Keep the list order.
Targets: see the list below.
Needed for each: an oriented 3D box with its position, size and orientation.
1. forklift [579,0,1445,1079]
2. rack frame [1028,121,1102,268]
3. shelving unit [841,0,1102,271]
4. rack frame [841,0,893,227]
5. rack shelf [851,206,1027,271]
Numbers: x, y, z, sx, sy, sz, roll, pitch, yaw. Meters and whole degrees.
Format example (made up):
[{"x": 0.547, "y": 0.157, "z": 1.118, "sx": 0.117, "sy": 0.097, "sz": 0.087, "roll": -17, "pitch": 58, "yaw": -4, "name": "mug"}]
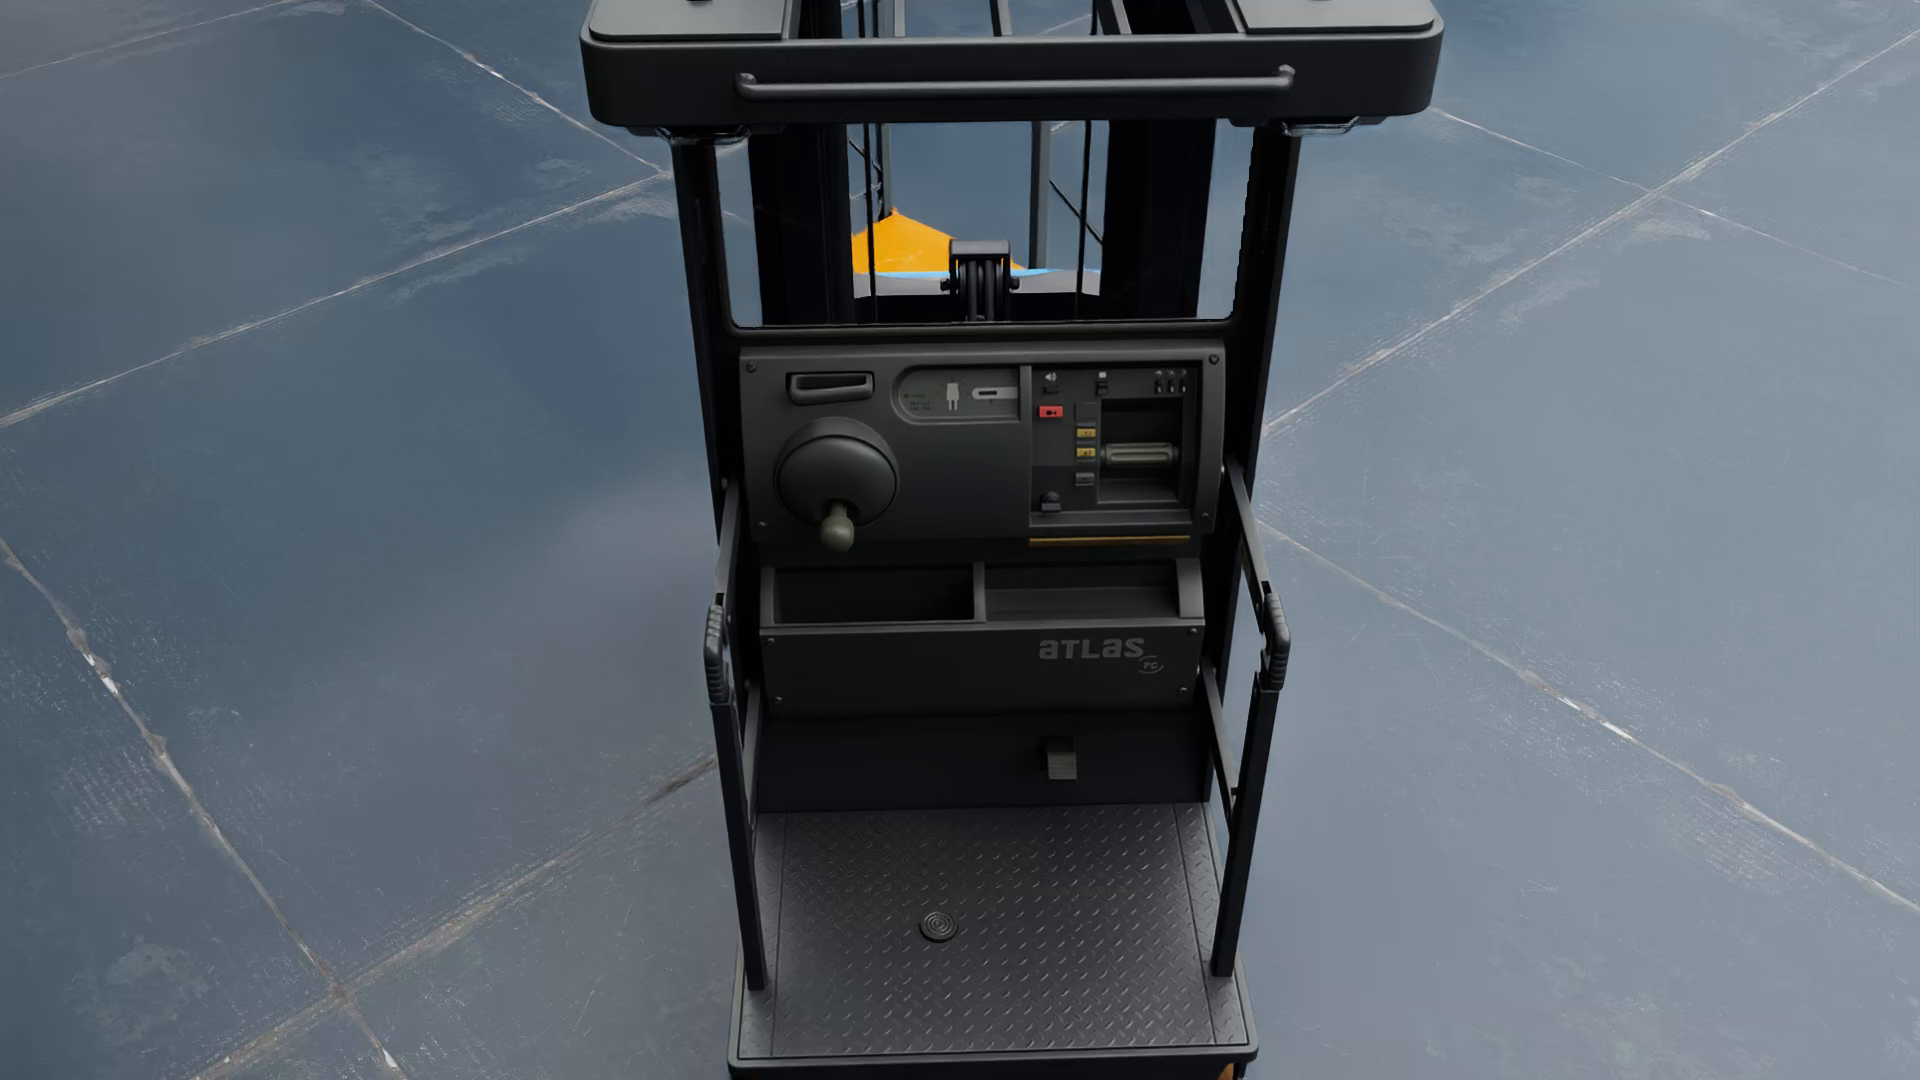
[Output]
[{"x": 0.055, "y": -0.106, "z": 3.048, "sx": 1.130, "sy": 2.935, "sz": 3.031, "roll": -1, "pitch": 39, "yaw": -1, "name": "forklift"}, {"x": 0.361, "y": -0.653, "z": 4.865, "sx": 0.032, "sy": 1.500, "sz": 0.500, "roll": 29, "pitch": 47, "yaw": 31, "name": "rack frame"}, {"x": -0.027, "y": -0.868, "z": 5.131, "sx": 1.083, "sy": 1.500, "sz": 0.587, "roll": 29, "pitch": 47, "yaw": 31, "name": "shelving unit"}, {"x": -0.402, "y": -1.075, "z": 5.388, "sx": 0.032, "sy": 1.500, "sz": 0.500, "roll": 29, "pitch": 47, "yaw": 31, "name": "rack frame"}, {"x": -0.020, "y": -0.724, "z": 5.240, "sx": 1.000, "sy": 0.185, "sz": 0.538, "roll": 29, "pitch": 47, "yaw": 31, "name": "rack shelf"}]
